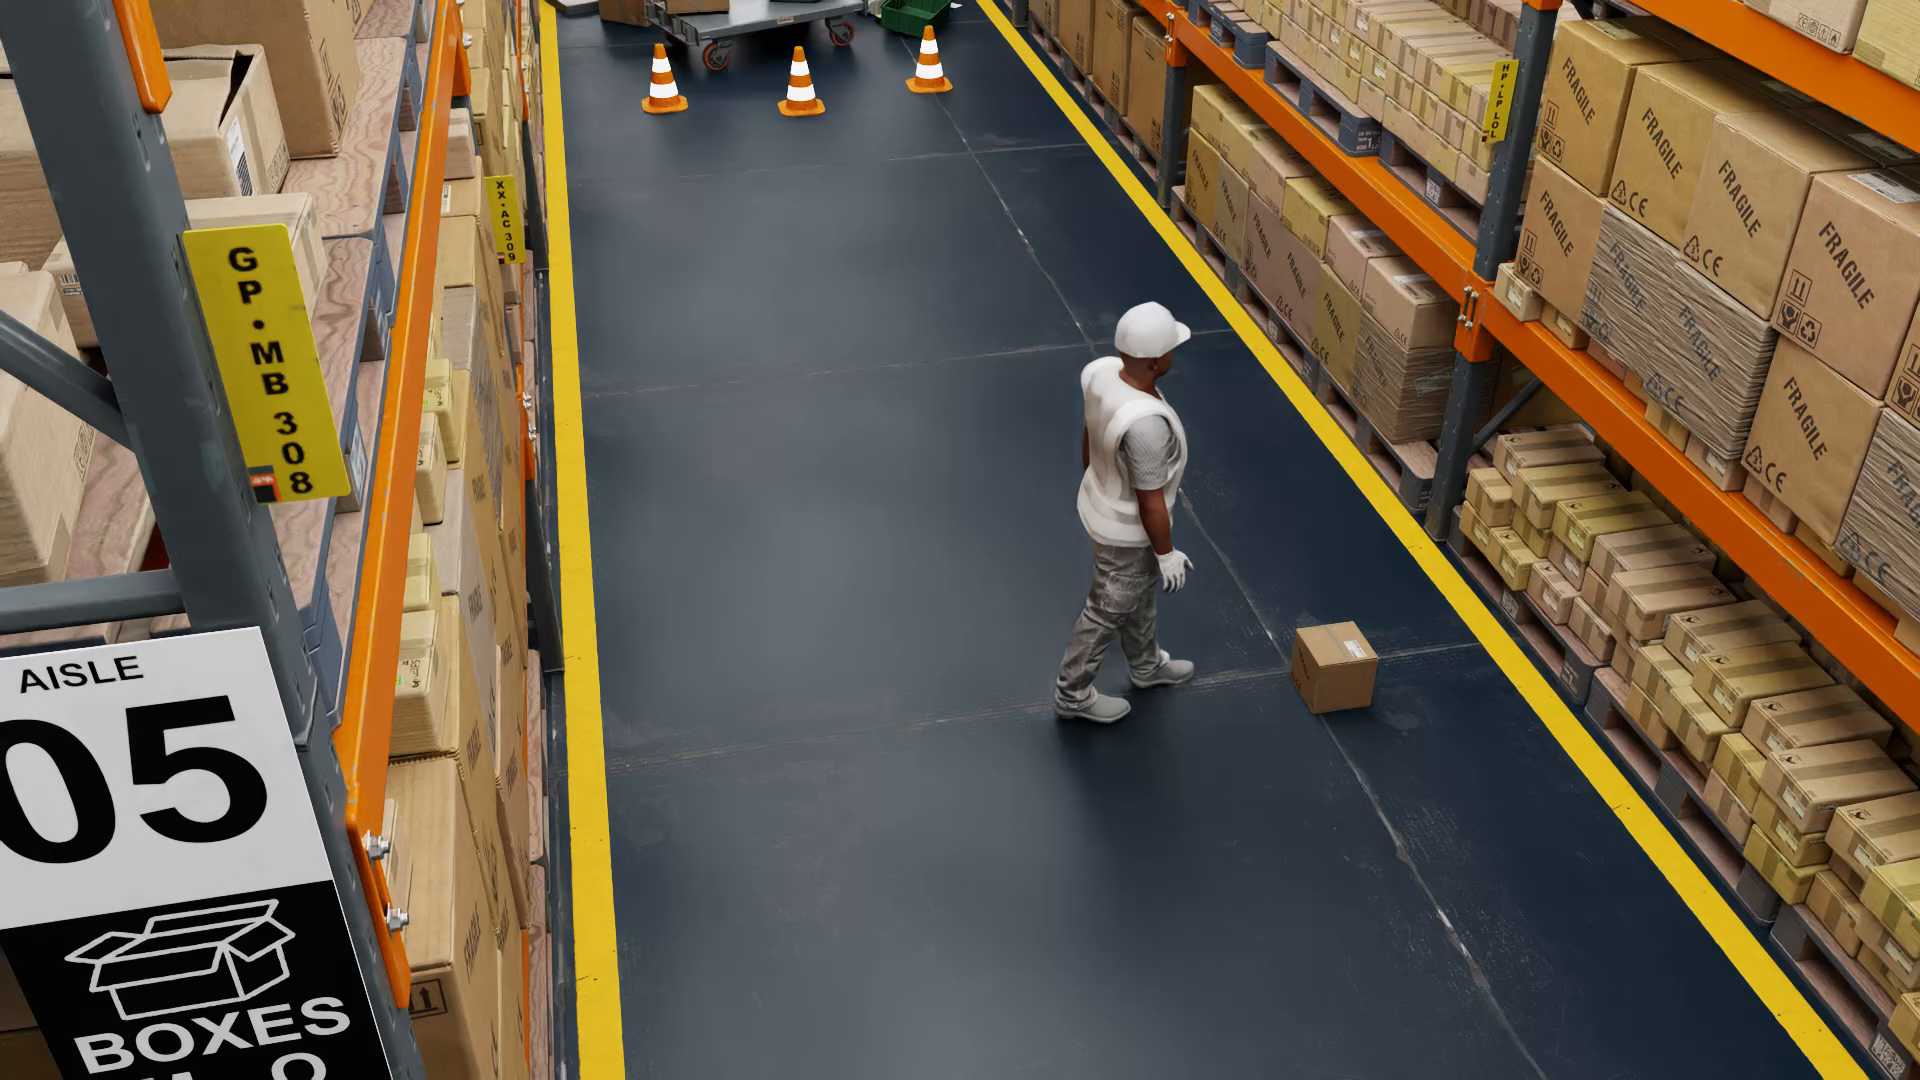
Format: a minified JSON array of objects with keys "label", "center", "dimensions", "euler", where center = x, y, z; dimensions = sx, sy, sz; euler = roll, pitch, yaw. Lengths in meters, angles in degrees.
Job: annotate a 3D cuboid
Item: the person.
[{"label":"person","center":[0.688,-0.063,6.209],"dimensions":[0.640,1.801,0.586],"euler":[-5,34,-7]}]
